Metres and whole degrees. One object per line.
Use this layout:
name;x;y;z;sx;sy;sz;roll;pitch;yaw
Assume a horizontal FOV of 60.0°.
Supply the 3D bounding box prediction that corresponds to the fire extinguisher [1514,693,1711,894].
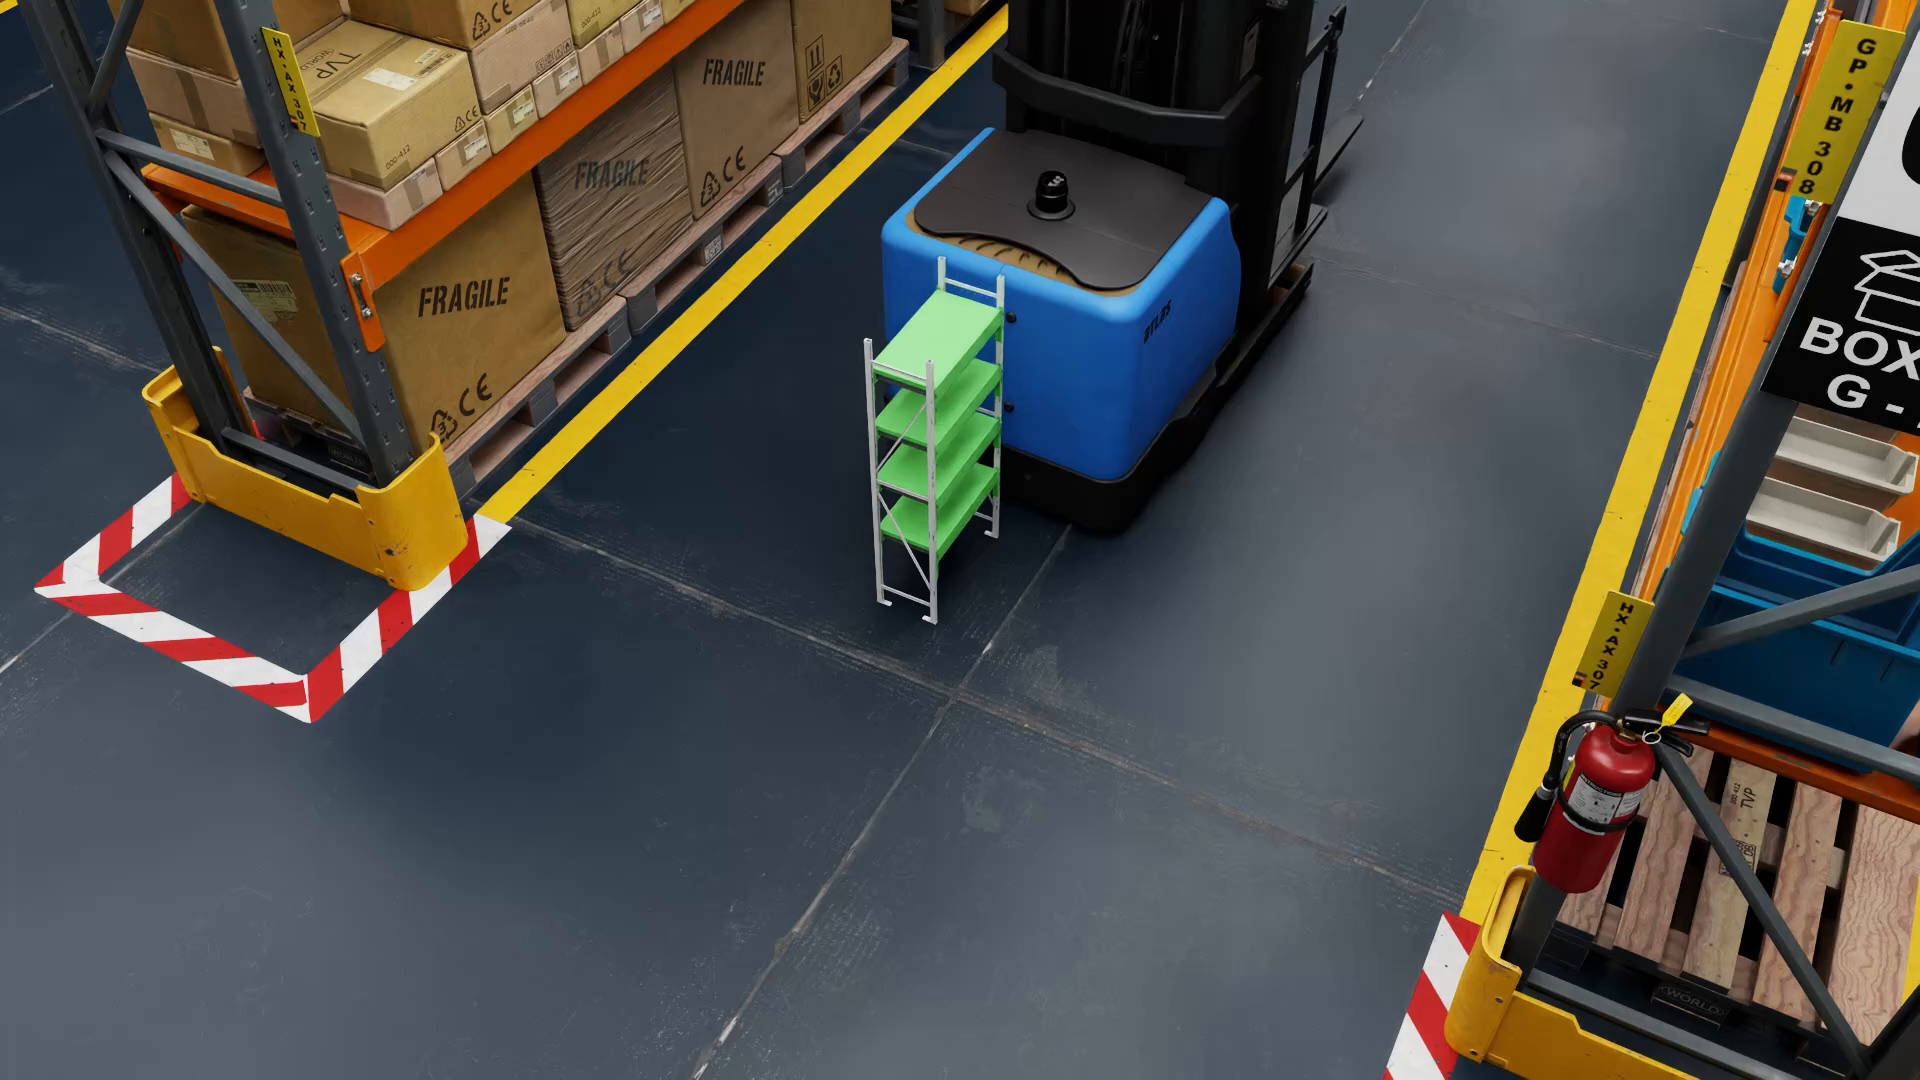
fire extinguisher;1.507;0.573;3.891;0.296;0.674;0.183;20;49;19

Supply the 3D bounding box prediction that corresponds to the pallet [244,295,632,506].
pallet;-2.105;-0.715;6.808;1.003;0.211;1.213;20;49;19

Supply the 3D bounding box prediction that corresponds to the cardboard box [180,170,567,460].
cardboard box;-2.181;-0.996;6.324;0.875;0.875;0.875;20;49;19

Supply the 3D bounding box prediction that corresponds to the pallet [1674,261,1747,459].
pallet;3.530;-0.594;6.689;1.003;0.211;1.213;20;49;19

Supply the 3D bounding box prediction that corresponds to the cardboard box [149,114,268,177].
cardboard box;-2.534;-1.410;5.712;0.380;0.149;0.250;21;49;20

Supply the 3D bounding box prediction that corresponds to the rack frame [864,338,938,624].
rack frame;-0.190;-0.164;5.568;0.240;1.200;0.015;20;49;19

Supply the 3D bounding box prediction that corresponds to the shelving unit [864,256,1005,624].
shelving unit;-0.077;-0.317;5.720;0.258;1.200;0.503;20;49;19

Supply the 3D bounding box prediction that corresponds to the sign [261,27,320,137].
sign;-1.919;-1.311;4.772;0.100;0.325;0.005;20;49;19

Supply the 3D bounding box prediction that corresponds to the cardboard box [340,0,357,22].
cardboard box;-2.181;-1.930;5.944;0.500;0.250;0.500;20;49;18

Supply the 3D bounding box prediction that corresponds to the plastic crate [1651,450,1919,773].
plastic crate;1.970;0.164;3.912;0.616;0.435;0.499;20;49;19

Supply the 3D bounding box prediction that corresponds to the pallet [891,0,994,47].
pallet;-0.259;-3.216;9.280;1.003;0.211;1.213;20;49;19

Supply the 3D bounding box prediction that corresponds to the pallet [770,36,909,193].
pallet;-0.973;-2.252;8.327;1.003;0.211;1.213;20;49;19

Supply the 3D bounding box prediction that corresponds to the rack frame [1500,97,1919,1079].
rack frame;1.980;0.470;3.677;1.000;3.000;0.127;20;49;19

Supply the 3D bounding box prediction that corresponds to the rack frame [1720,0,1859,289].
rack frame;3.836;-2.050;6.167;1.000;3.000;0.127;20;49;19

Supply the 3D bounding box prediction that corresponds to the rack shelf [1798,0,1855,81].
rack shelf;4.765;-3.057;7.668;1.077;0.370;4.000;20;49;19

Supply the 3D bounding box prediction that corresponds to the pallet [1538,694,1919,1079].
pallet;2.397;0.943;5.169;1.003;0.211;1.213;20;49;19

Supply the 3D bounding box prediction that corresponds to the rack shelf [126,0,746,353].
rack shelf;-1.479;-2.173;6.794;1.077;0.370;4.000;20;49;19

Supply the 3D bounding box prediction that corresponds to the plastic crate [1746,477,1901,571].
plastic crate;2.198;-0.032;4.316;0.396;0.136;0.243;20;49;19

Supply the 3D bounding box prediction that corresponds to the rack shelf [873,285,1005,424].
rack shelf;-0.077;-0.610;5.424;0.258;0.148;0.480;20;49;19

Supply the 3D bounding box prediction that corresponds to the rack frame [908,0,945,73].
rack frame;-0.550;-3.685;7.783;1.000;3.000;0.127;20;49;19

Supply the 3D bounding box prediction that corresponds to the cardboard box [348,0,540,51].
cardboard box;-1.713;-2.009;5.496;0.500;0.500;0.500;19;48;18

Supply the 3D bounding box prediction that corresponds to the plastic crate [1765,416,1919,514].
plastic crate;2.345;-0.210;4.492;0.396;0.136;0.243;20;49;19

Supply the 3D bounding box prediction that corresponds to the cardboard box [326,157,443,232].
cardboard box;-1.950;-1.192;5.496;0.380;0.149;0.250;21;49;19

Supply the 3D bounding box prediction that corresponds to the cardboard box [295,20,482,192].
cardboard box;-1.945;-1.431;5.451;0.500;0.250;0.500;19;48;18

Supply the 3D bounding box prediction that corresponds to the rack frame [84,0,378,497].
rack frame;-2.410;-1.167;5.294;0.949;2.616;0.053;20;49;19

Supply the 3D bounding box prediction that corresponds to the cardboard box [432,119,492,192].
cardboard box;-1.832;-1.354;5.656;0.380;0.149;0.250;20;49;18

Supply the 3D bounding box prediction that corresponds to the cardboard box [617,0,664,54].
cardboard box;-1.355;-2.003;6.297;0.380;0.149;0.250;20;49;19

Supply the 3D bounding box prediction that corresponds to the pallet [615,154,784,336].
pallet;-1.538;-1.481;7.565;1.003;0.211;1.213;20;49;19

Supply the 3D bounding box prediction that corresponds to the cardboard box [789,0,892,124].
cardboard box;-0.928;-2.697;8.005;0.875;0.875;0.875;20;49;19

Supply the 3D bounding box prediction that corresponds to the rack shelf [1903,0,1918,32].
rack shelf;2.908;-1.660;4.041;0.919;0.124;3.809;20;49;19

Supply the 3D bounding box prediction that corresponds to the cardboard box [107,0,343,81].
cardboard box;-2.414;-1.875;5.363;0.500;0.500;0.500;21;49;20

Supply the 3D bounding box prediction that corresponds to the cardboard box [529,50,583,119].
cardboard box;-1.594;-1.680;5.978;0.380;0.149;0.250;20;49;18

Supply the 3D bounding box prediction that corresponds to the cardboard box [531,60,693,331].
cardboard box;-1.759;-1.569;6.891;0.875;0.875;0.875;20;49;19

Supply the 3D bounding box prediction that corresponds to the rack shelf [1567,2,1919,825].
rack shelf;2.908;-0.537;5.178;1.077;0.370;4.000;20;49;19

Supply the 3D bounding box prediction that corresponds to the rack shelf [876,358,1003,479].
rack shelf;-0.077;-0.441;5.595;0.258;0.148;0.480;20;49;19

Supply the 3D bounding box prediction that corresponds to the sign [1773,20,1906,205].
sign;1.485;-0.719;2.817;0.100;0.325;0.005;20;49;19

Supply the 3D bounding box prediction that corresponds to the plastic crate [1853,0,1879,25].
plastic crate;3.200;-1.614;5.649;0.402;0.464;0.583;20;49;19

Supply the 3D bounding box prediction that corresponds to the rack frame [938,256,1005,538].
rack frame;0.036;-0.471;5.872;0.240;1.200;0.015;20;49;19

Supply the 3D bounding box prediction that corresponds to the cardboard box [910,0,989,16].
cardboard box;-0.271;-3.496;8.795;1.225;0.875;0.875;21;49;19

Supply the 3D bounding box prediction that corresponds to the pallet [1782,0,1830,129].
pallet;4.797;-2.314;8.388;1.003;0.211;1.213;20;49;19

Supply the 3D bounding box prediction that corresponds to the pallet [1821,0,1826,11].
pallet;5.364;-3.079;9.145;1.003;0.211;1.213;20;49;19

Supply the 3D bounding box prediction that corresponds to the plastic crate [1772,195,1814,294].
plastic crate;2.706;-0.871;5.077;0.416;0.233;0.300;20;49;19

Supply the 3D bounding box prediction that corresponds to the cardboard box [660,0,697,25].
cardboard box;-1.237;-2.161;6.454;0.380;0.149;0.250;19;48;18

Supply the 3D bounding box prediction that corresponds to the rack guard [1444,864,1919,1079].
rack guard;1.980;1.368;4.547;1.175;0.500;0.348;20;49;19

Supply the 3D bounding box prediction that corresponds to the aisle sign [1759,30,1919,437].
aisle sign;1.687;-0.495;2.803;0.394;0.787;0.004;20;49;19

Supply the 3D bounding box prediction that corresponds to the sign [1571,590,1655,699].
sign;1.485;0.241;3.788;0.100;0.325;0.005;20;49;19

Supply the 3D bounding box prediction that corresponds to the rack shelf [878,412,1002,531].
rack shelf;-0.077;-0.273;5.766;0.258;0.148;0.480;20;49;19

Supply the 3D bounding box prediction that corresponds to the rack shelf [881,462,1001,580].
rack shelf;-0.077;-0.104;5.936;0.258;0.148;0.480;20;49;19

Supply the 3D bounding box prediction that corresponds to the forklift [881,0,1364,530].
forklift;0.882;-2.108;6.273;1.130;2.935;3.031;22;49;21

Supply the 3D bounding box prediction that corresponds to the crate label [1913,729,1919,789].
crate label;2.386;0.461;3.761;0.416;0.233;0.303;20;49;19

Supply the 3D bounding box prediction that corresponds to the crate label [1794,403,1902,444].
crate label;2.453;-0.394;4.673;0.396;0.136;0.243;20;49;19

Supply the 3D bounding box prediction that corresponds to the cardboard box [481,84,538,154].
cardboard box;-1.714;-1.515;5.815;0.380;0.149;0.250;19;48;18
